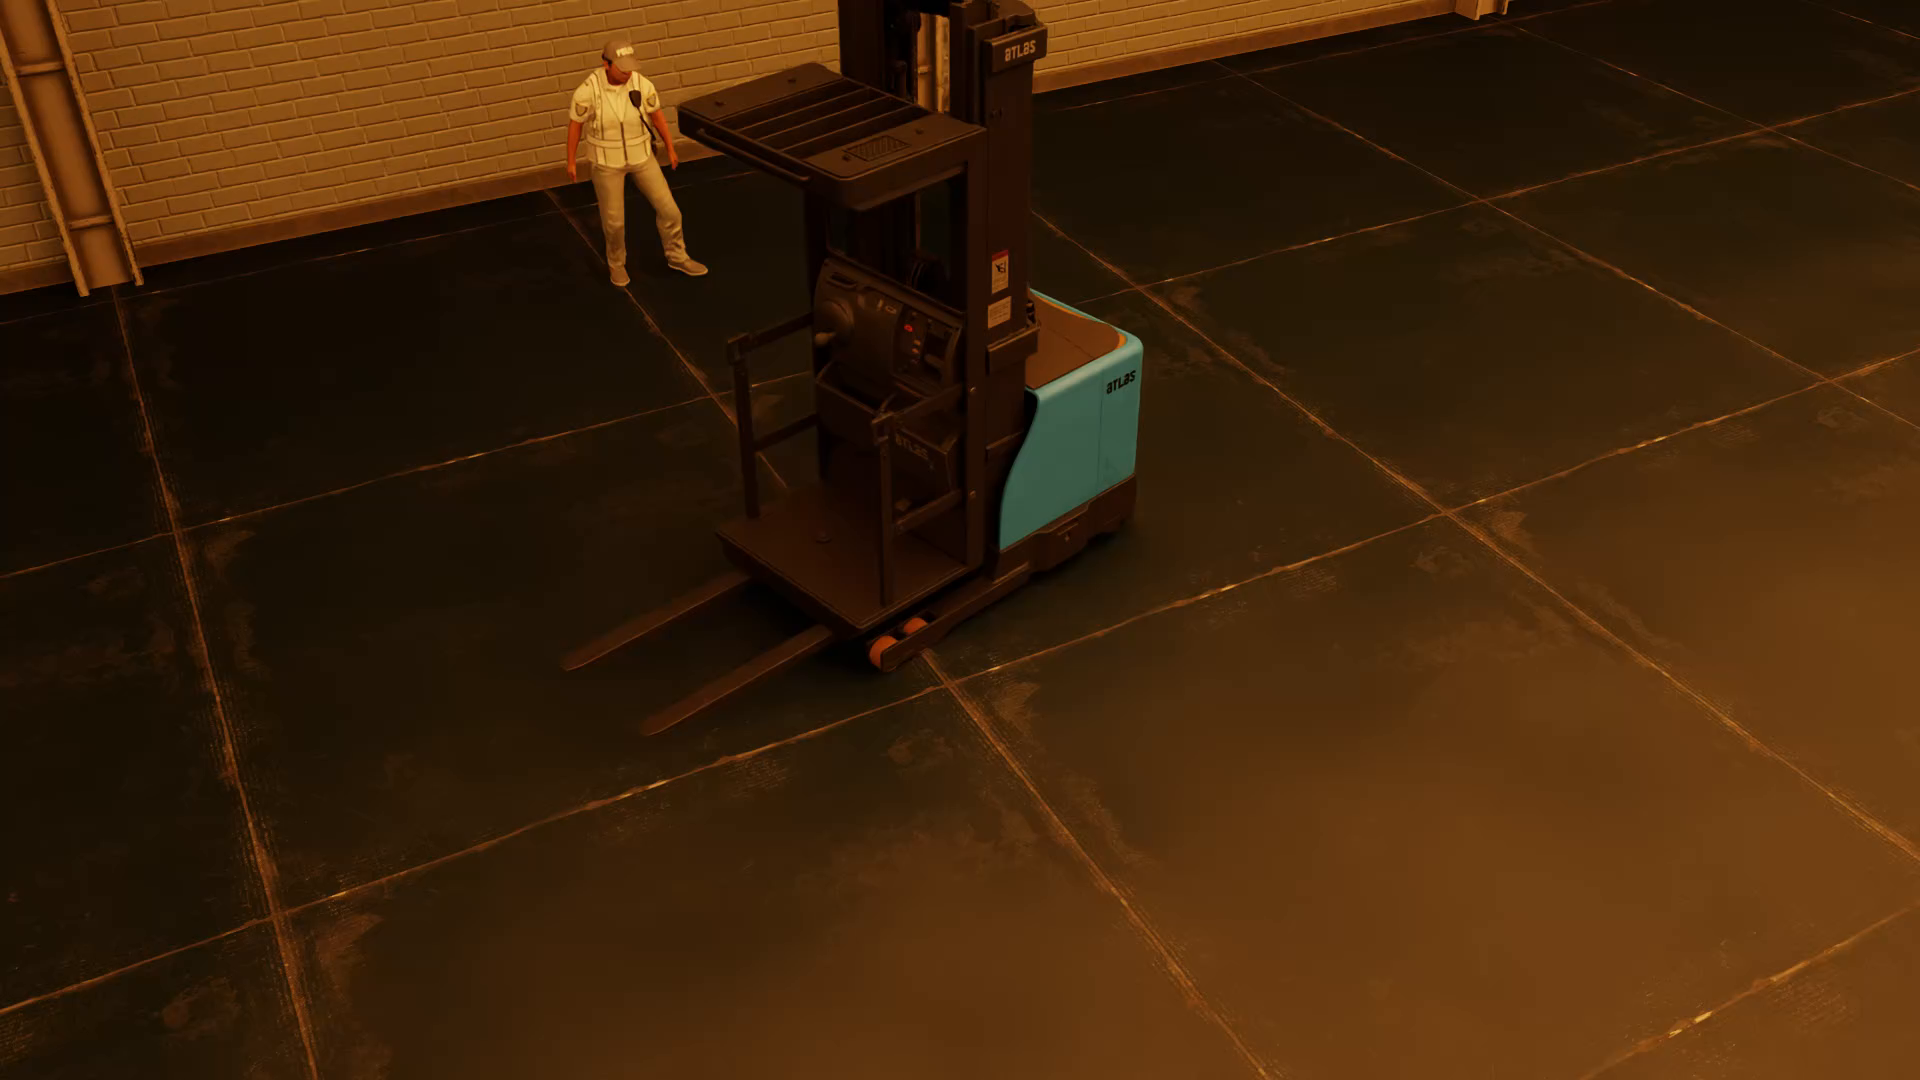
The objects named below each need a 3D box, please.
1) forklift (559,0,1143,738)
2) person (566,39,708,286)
[{"bbox_3d":[-0.487,-0.920,7.425,3.031,2.935,1.130,-29,45,-35],"label":"forklift"},{"bbox_3d":[-2.114,-2.434,10.700,0.810,1.637,0.470,-14,38,-19],"label":"person"}]
